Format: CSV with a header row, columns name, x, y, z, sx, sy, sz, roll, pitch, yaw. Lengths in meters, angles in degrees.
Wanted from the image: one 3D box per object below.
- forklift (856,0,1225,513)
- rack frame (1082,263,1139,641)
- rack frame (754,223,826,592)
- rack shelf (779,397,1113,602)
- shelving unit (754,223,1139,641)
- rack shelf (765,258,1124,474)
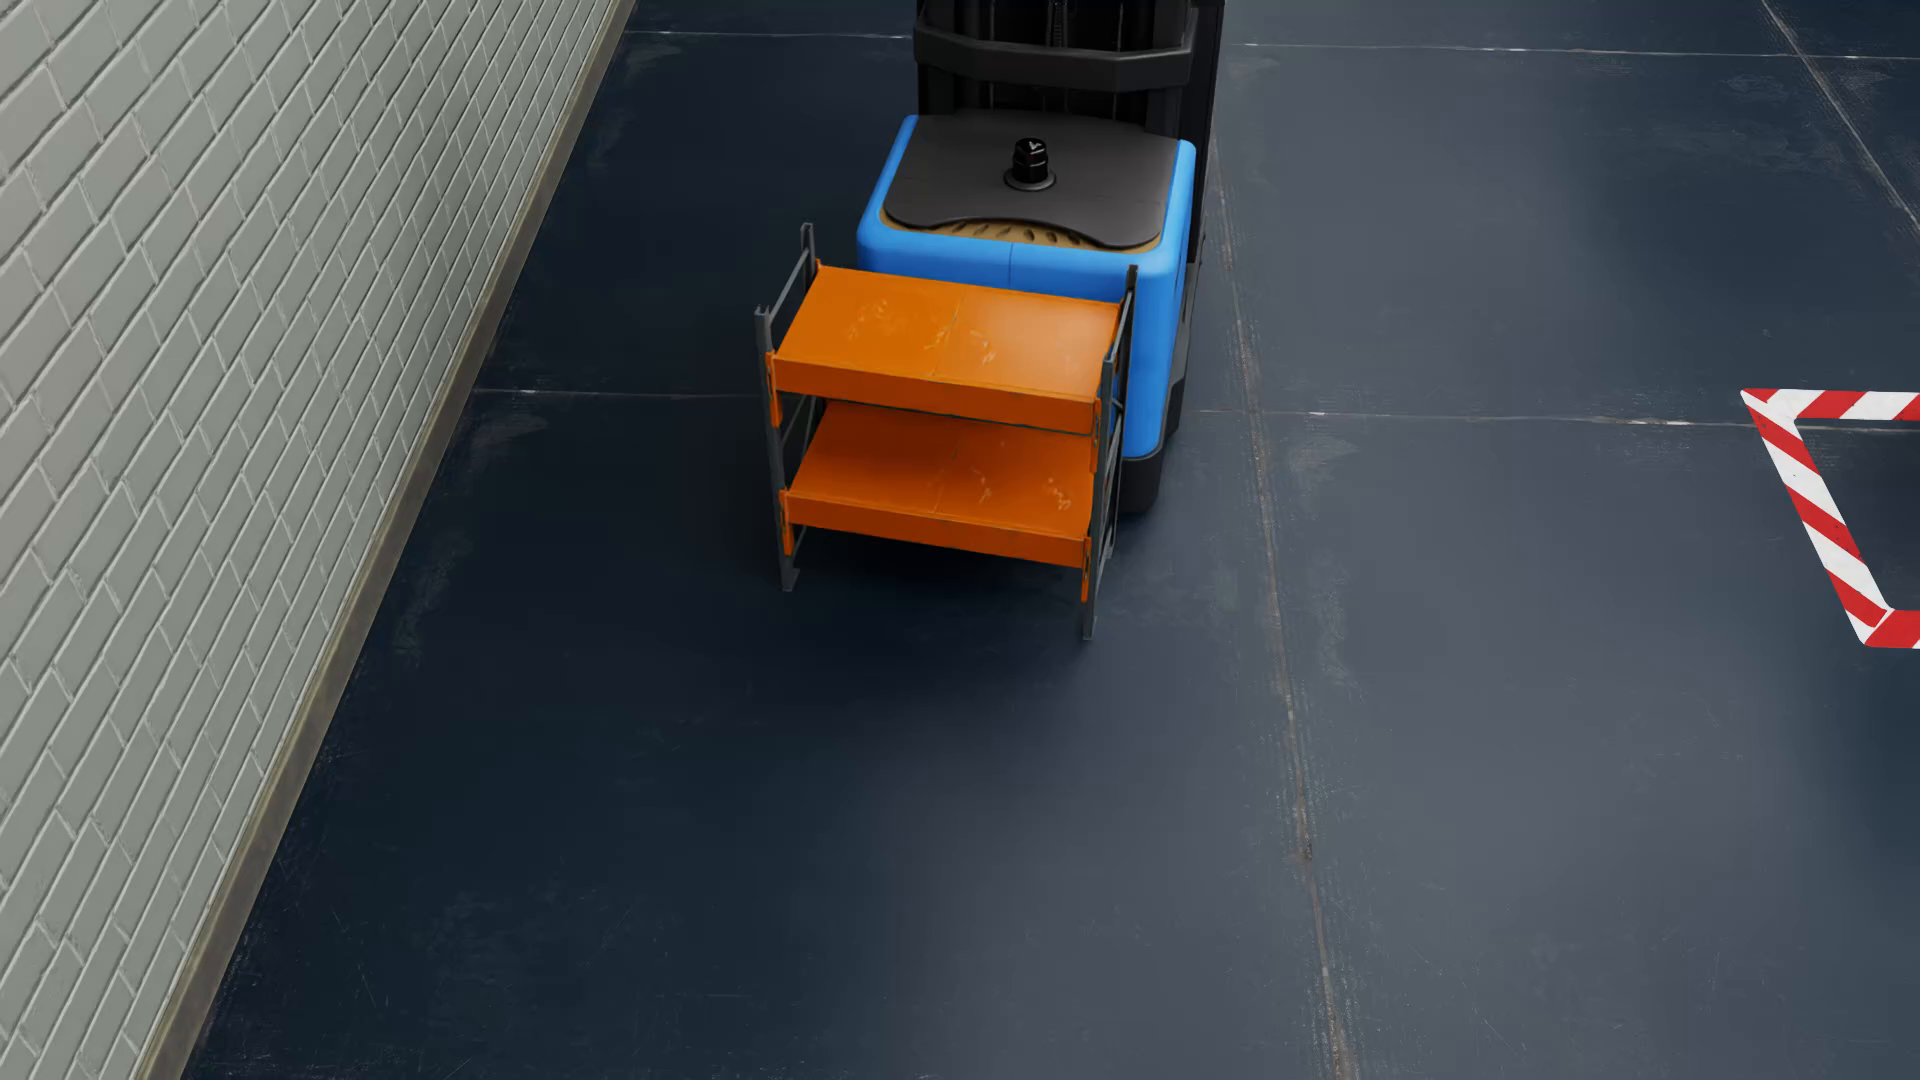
name,x,y,z,sx,sy,sz,roll,pitch,yaw
forklift,0.433,-2.181,5.941,1.130,2.935,3.031,7,43,8
rack frame,0.467,-0.251,5.194,0.032,1.125,0.500,9,44,9
rack frame,-0.525,-0.404,5.359,0.032,1.125,0.500,9,44,9
rack shelf,-0.029,-0.149,5.443,1.000,0.278,0.538,9,44,9
shelving unit,-0.029,-0.328,5.276,1.048,1.125,0.538,9,44,9
rack shelf,-0.029,-0.542,5.077,1.000,0.278,0.538,9,44,9
